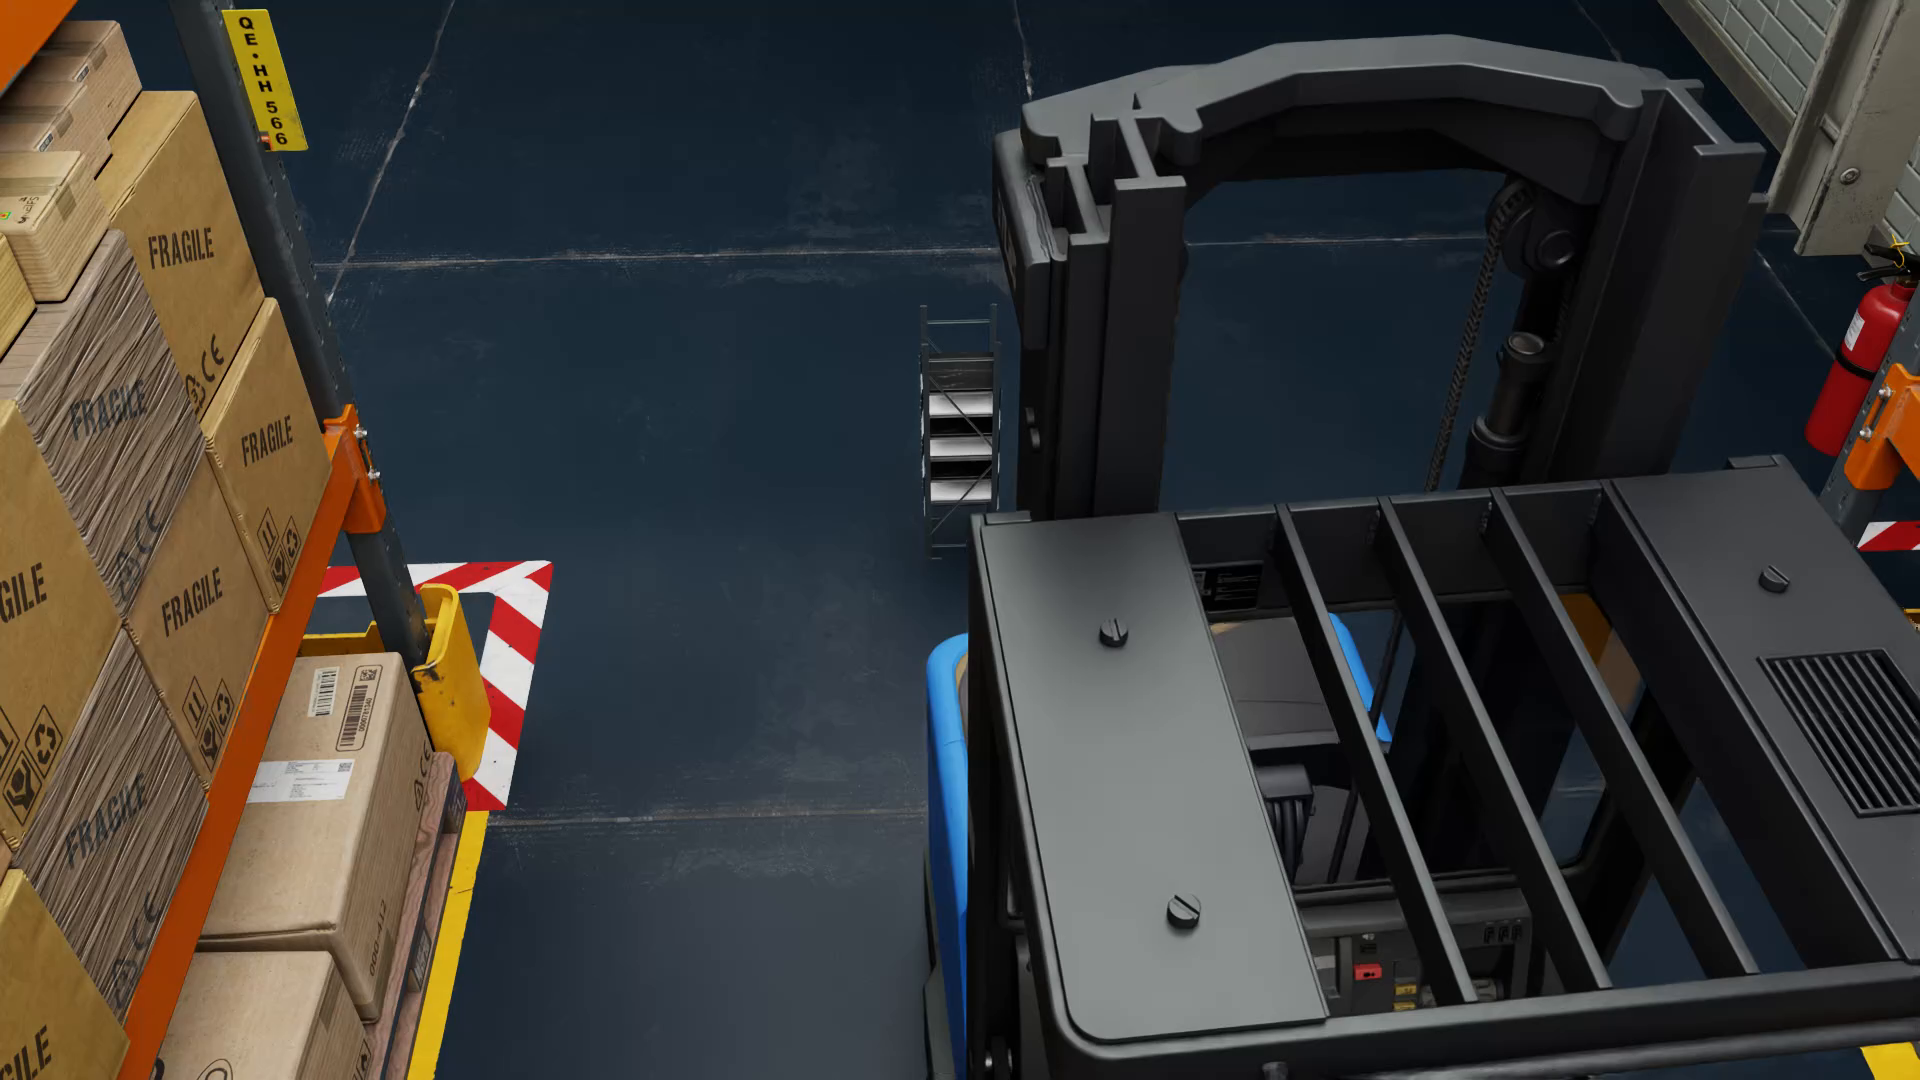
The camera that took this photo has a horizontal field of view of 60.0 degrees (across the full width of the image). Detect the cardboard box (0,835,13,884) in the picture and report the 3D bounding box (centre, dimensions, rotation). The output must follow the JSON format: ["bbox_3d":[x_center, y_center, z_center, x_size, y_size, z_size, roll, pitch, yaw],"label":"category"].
[{"bbox_3d":[-1.688,0.477,2.196,0.500,0.500,0.500,-2,43,-2],"label":"cardboard box"}]

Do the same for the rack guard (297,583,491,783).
[{"bbox_3d":[-2.036,0.443,4.896,1.175,0.500,0.348,-2,43,-2],"label":"rack guard"}]

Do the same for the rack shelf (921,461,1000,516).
[{"bbox_3d":[0.000,-0.180,5.596,0.258,0.077,0.200,-2,43,-2],"label":"rack shelf"}]

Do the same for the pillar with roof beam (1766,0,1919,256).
[{"bbox_3d":[-0.591,-4.541,4.044,9.100,9.000,0.400,-2,43,-2],"label":"pillar with roof beam"}]

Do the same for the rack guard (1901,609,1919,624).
[{"bbox_3d":[2.927,0.366,4.981,1.175,0.500,0.348,-2,43,-2],"label":"rack guard"}]

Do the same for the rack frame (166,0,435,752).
[{"bbox_3d":[-2.035,-0.462,4.034,1.000,3.000,0.127,-2,43,-2],"label":"rack frame"}]

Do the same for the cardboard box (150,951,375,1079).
[{"bbox_3d":[-1.860,1.388,3.601,0.875,0.438,0.875,-1,43,-1],"label":"cardboard box"}]

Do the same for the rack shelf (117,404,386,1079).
[{"bbox_3d":[-1.950,1.154,2.804,1.077,0.370,4.000,-2,43,-2],"label":"rack shelf"}]

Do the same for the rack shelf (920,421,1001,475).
[{"bbox_3d":[0.000,-0.313,5.474,0.258,0.077,0.200,-2,43,-2],"label":"rack shelf"}]

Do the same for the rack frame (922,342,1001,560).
[{"bbox_3d":[0.004,-0.269,5.377,0.240,0.900,0.006,-2,43,-2],"label":"rack frame"}]

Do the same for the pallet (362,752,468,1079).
[{"bbox_3d":[-1.923,1.104,4.390,1.003,0.211,1.213,-2,43,-2],"label":"pallet"}]

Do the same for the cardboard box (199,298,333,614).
[{"bbox_3d":[-1.750,-0.181,3.653,0.500,0.500,0.500,-1,43,-2],"label":"cardboard box"}]

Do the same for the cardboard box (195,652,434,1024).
[{"bbox_3d":[-1.907,0.771,4.275,0.875,0.438,0.875,-3,43,-3],"label":"cardboard box"}]

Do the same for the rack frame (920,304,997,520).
[{"bbox_3d":[-0.005,-0.406,5.527,0.240,0.900,0.006,-2,43,-2],"label":"rack frame"}]

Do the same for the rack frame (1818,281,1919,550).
[{"bbox_3d":[2.924,-0.607,4.192,1.000,3.000,0.127,-2,43,-2],"label":"rack frame"}]

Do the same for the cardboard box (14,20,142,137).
[{"bbox_3d":[-1.820,-0.870,3.185,0.380,0.149,0.250,-1,43,-1],"label":"cardboard box"}]

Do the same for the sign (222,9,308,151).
[{"bbox_3d":[-1.492,-0.982,3.569,0.100,0.325,0.005,-2,43,-2],"label":"sign"}]

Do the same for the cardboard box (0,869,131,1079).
[{"bbox_3d":[-1.677,0.854,2.525,0.500,0.500,0.500,0,43,-1],"label":"cardboard box"}]

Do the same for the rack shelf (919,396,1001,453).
[{"bbox_3d":[0.000,-0.379,5.414,0.258,0.077,0.200,-2,43,-2],"label":"rack shelf"}]

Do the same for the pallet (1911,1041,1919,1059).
[{"bbox_3d":[2.962,1.011,4.491,1.003,0.211,1.213,-2,43,-2],"label":"pallet"}]

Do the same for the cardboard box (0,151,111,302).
[{"bbox_3d":[-1.690,-0.527,2.811,0.380,0.149,0.250,-2,43,-2],"label":"cardboard box"}]

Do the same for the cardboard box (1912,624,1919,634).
[{"bbox_3d":[2.855,0.574,4.440,0.797,0.503,0.637,-3,43,-3],"label":"cardboard box"}]

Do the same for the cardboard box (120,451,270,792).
[{"bbox_3d":[-1.744,0.159,3.283,0.500,0.500,0.500,-2,43,-3],"label":"cardboard box"}]

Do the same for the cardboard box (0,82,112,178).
[{"bbox_3d":[-1.785,-0.699,2.999,0.380,0.149,0.250,-1,43,-1],"label":"cardboard box"}]

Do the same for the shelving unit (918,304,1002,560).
[{"bbox_3d":[0.000,-0.337,5.452,0.258,0.900,0.210,-2,43,-2],"label":"shelving unit"}]

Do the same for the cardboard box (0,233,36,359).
[{"bbox_3d":[-1.720,-0.356,2.625,0.380,0.149,0.250,-1,43,-1],"label":"cardboard box"}]

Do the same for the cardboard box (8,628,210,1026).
[{"bbox_3d":[-1.712,0.506,2.905,0.500,0.500,0.500,-1,43,-1],"label":"cardboard box"}]

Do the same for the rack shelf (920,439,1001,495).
[{"bbox_3d":[0.000,-0.246,5.535,0.258,0.077,0.200,-2,43,-2],"label":"rack shelf"}]

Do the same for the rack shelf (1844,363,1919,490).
[{"bbox_3d":[3.009,1.009,2.962,1.077,0.370,4.000,-2,43,-2],"label":"rack shelf"}]

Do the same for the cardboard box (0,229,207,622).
[{"bbox_3d":[-1.725,-0.197,2.931,0.500,0.500,0.500,-2,43,-2],"label":"cardboard box"}]

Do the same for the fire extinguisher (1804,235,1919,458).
[{"bbox_3d":[2.456,-0.527,4.438,0.296,0.674,0.183,-2,43,-2],"label":"fire extinguisher"}]

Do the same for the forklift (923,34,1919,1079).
[{"bbox_3d":[0.583,0.889,2.611,1.130,2.935,3.031,-4,43,-5],"label":"forklift"}]

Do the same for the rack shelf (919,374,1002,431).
[{"bbox_3d":[0.000,-0.445,5.353,0.258,0.077,0.200,-2,43,-2],"label":"rack shelf"}]

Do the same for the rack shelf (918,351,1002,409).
[{"bbox_3d":[0.000,-0.512,5.292,0.258,0.077,0.200,-2,43,-2],"label":"rack shelf"}]

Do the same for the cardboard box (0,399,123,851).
[{"bbox_3d":[-1.708,0.137,2.566,0.500,0.500,0.500,-2,43,-2],"label":"cardboard box"}]

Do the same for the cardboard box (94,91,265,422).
[{"bbox_3d":[-1.777,-0.549,3.315,0.500,0.500,0.500,0,43,0],"label":"cardboard box"}]
